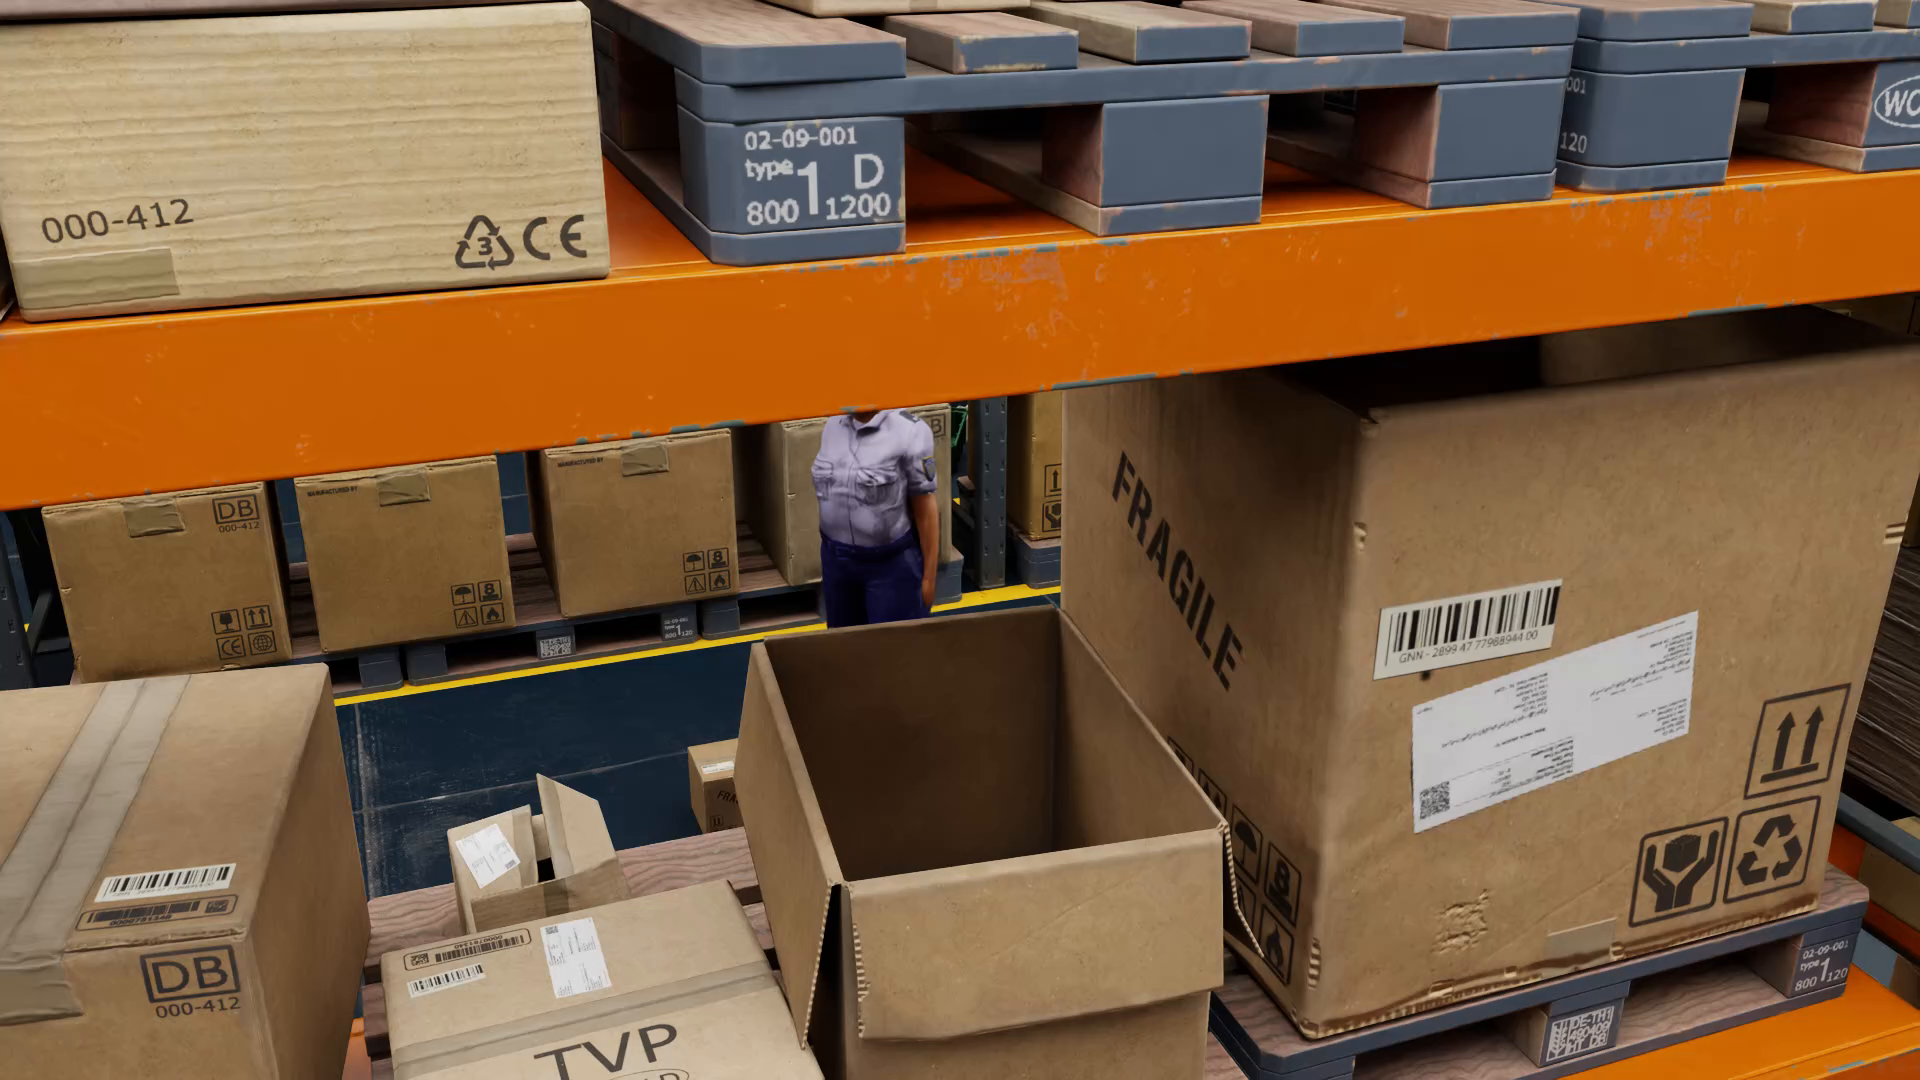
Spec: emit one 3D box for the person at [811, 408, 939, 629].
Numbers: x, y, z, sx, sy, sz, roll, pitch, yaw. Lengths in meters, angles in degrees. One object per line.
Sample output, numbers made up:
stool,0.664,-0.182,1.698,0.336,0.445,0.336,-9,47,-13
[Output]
person,-0.309,0.111,5.832,0.483,1.642,0.574,14,26,30
